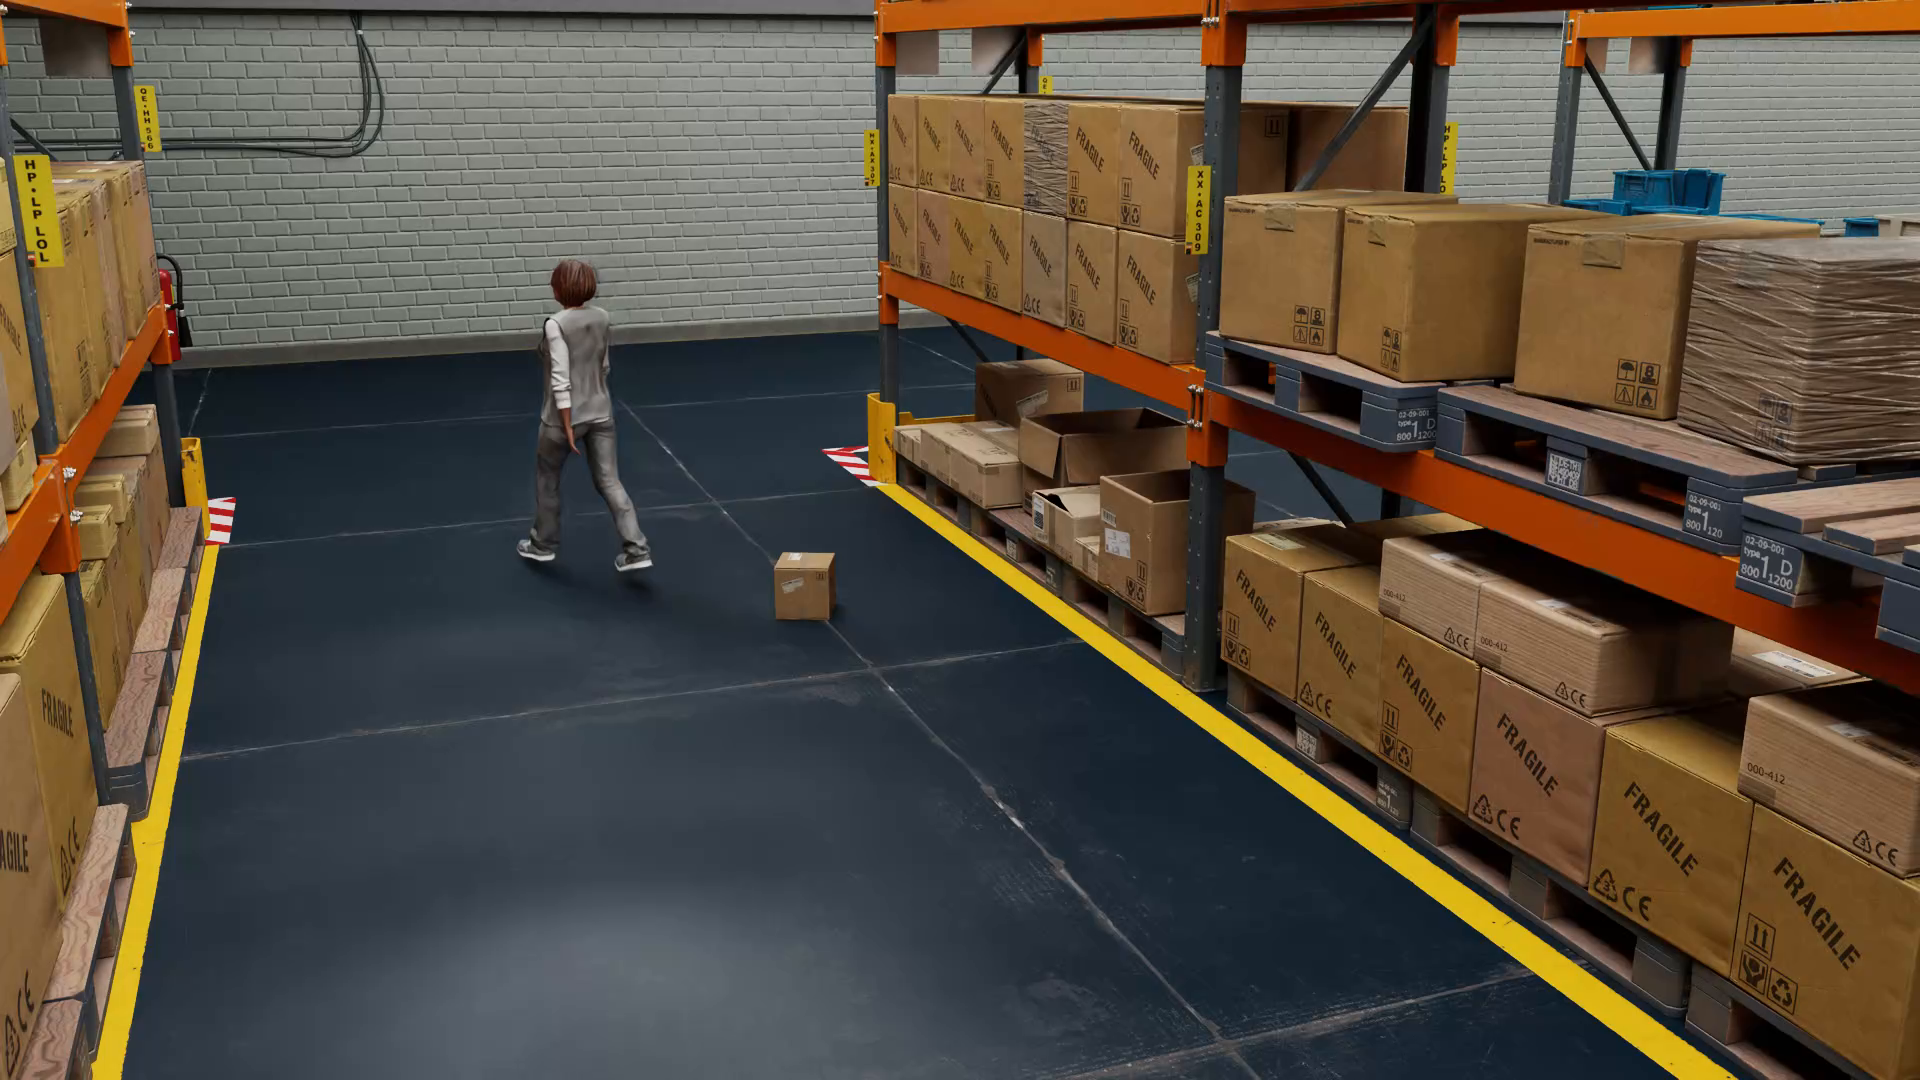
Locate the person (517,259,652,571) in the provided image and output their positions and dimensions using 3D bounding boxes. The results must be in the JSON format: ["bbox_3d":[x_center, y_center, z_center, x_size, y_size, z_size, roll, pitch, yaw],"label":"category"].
[{"bbox_3d":[-1.882,-0.612,8.176,0.939,1.539,0.410,15,21,42],"label":"person"}]
